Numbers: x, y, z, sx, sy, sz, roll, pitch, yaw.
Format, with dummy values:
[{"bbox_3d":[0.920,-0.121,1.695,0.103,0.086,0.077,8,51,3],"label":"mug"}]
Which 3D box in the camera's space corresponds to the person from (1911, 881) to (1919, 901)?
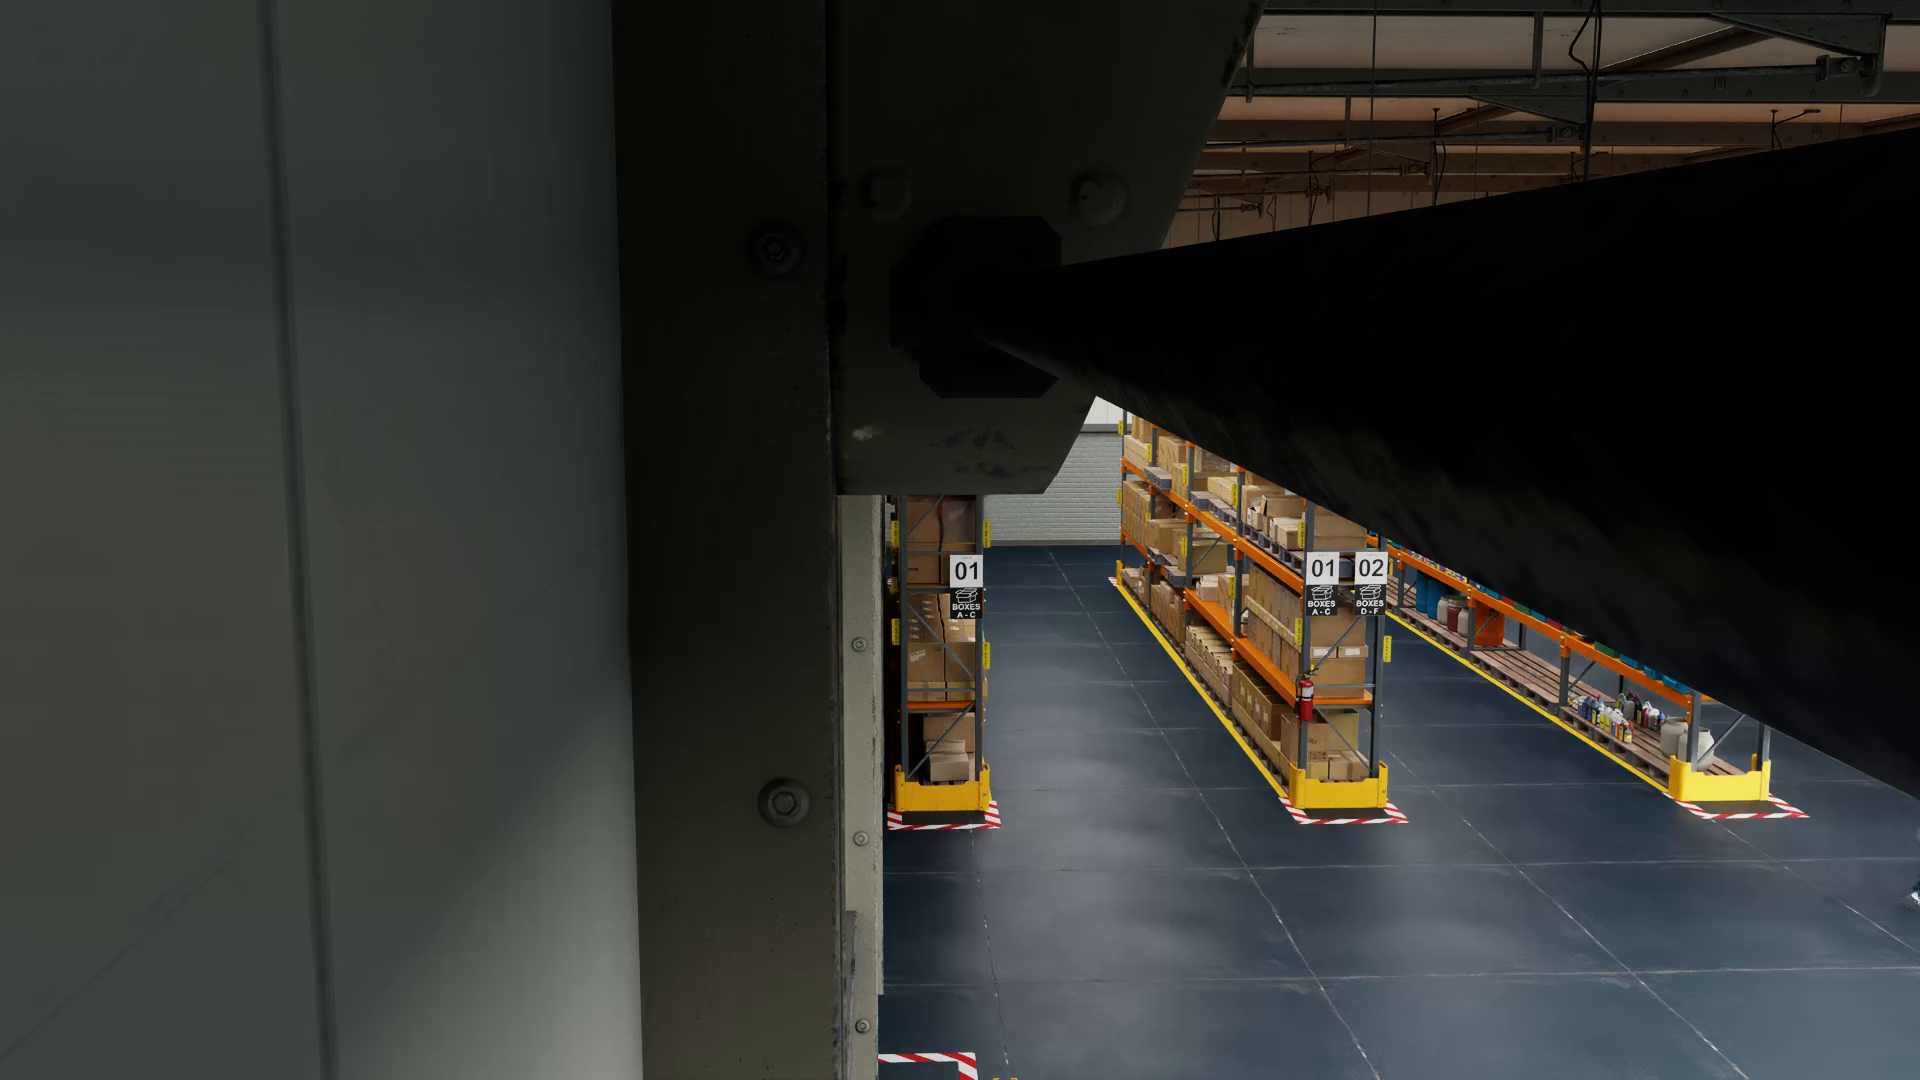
[{"bbox_3d":[10.268,3.048,17.038,0.830,1.619,0.546,4,9,26],"label":"person"}]
